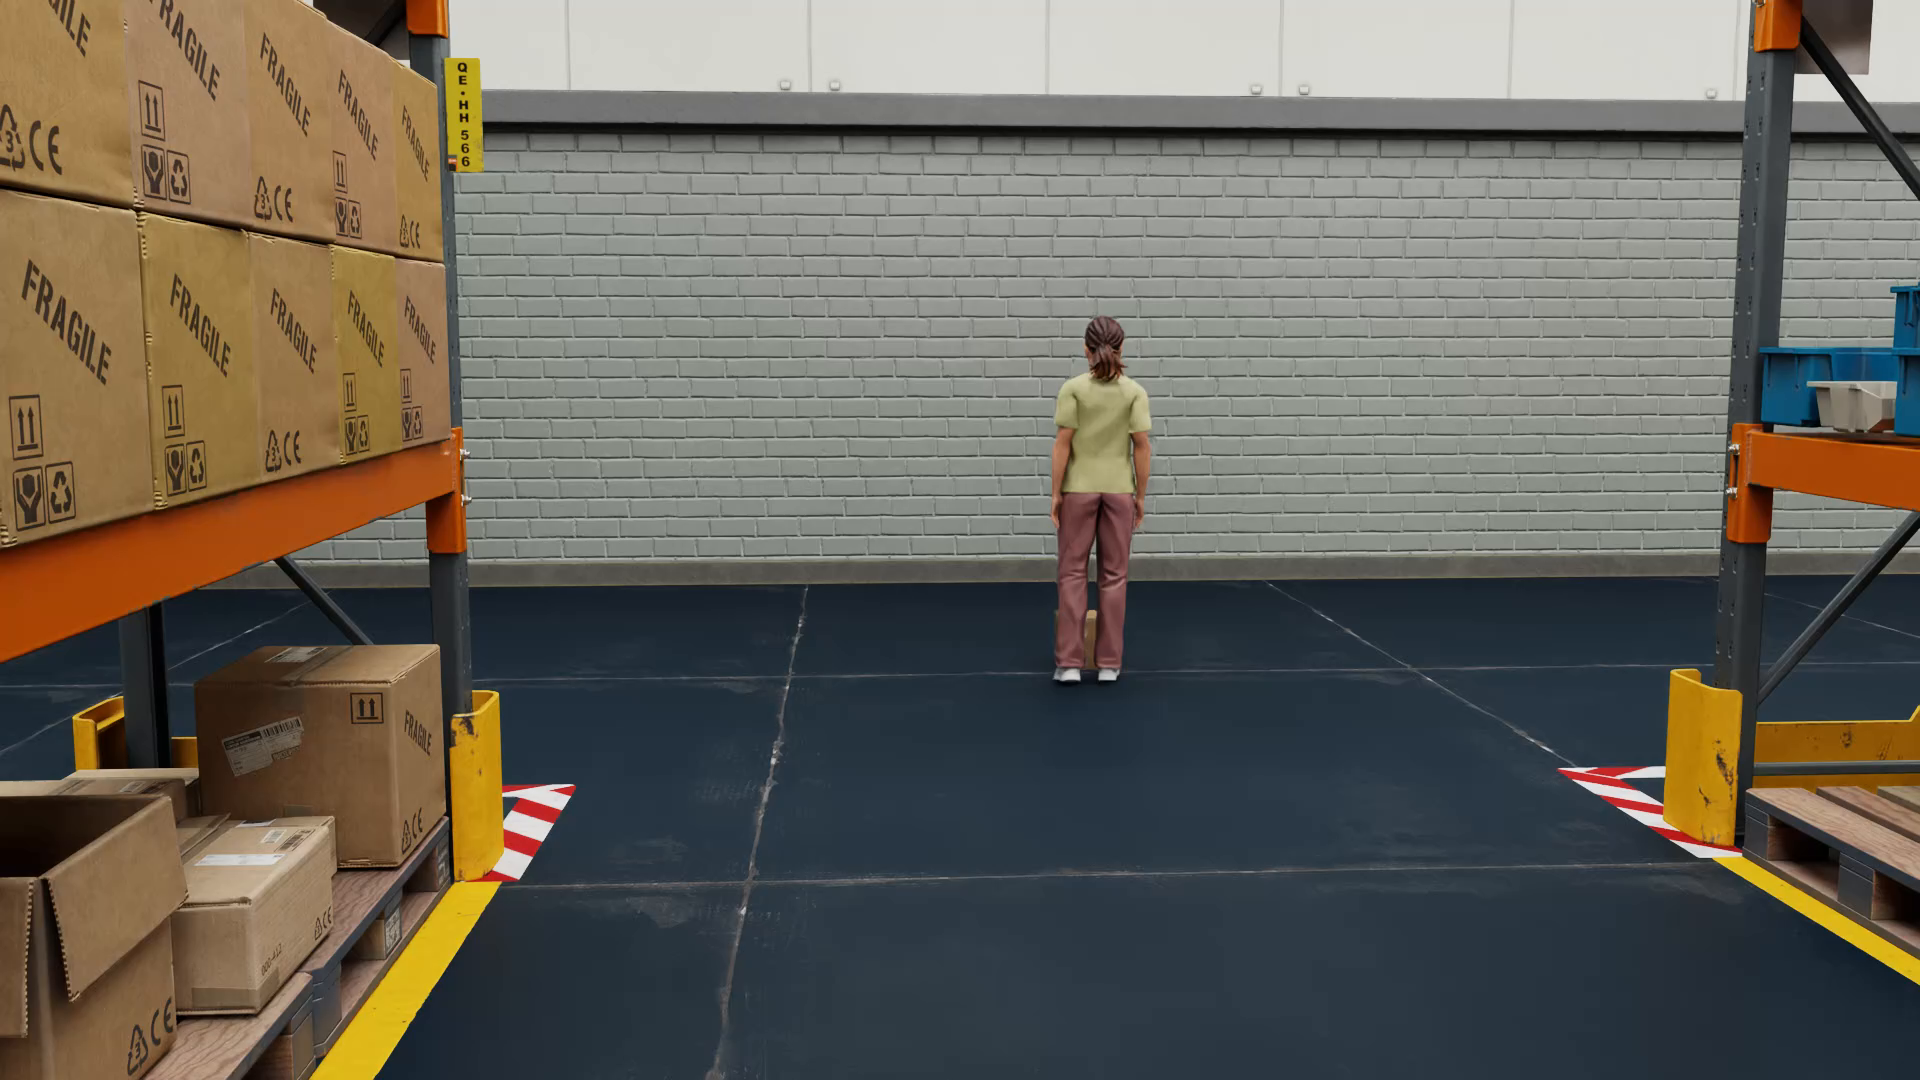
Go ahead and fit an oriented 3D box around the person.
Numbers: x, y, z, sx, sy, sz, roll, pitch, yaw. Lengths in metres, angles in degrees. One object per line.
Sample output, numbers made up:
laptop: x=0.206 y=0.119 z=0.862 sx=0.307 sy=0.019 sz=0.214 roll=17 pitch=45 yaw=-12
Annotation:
person: x=0.634 y=-0.170 z=7.616 sx=0.455 sy=1.704 sz=0.460 roll=0 pitch=7 yaw=-3
